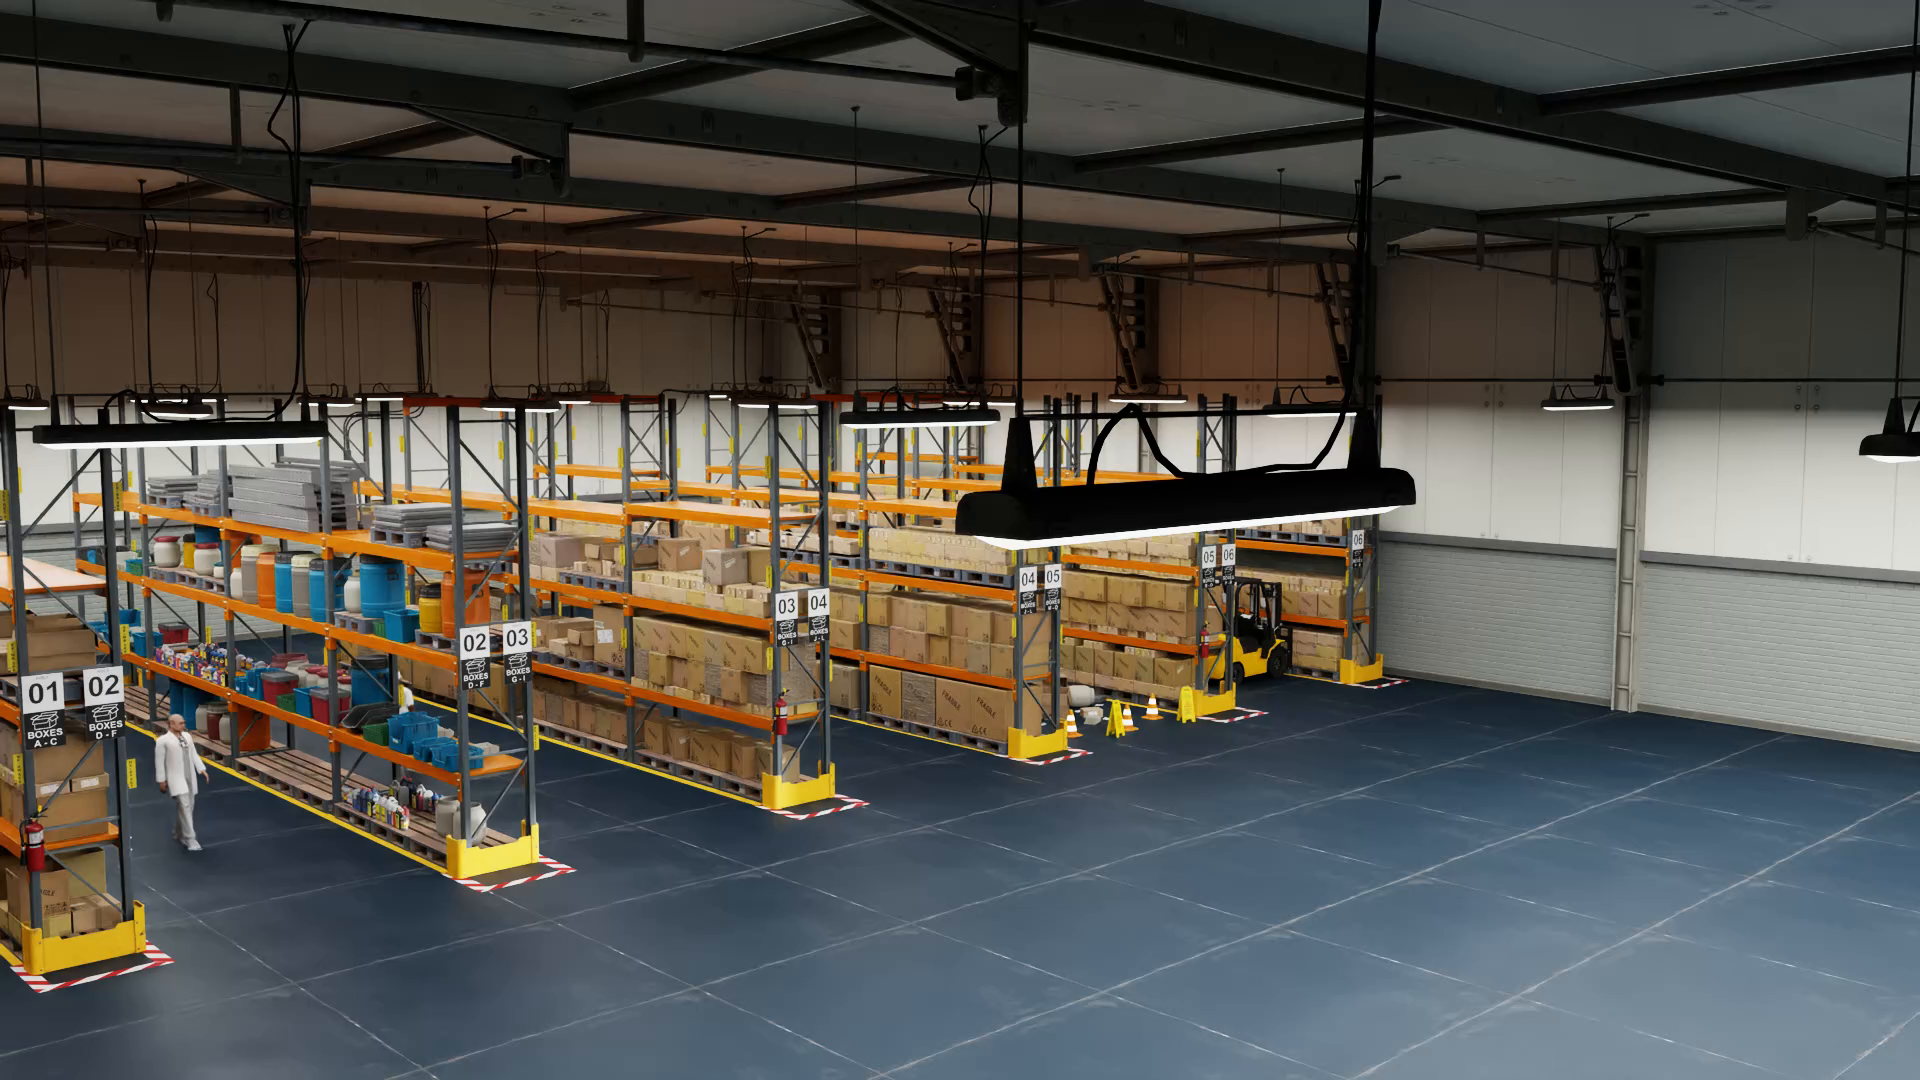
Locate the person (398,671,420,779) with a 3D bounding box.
[{"bbox_3d":[-8.852,2.917,26.183,0.591,1.751,0.488,-3,6,-26],"label":"person"}]

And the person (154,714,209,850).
[{"bbox_3d":[-10.515,3.286,22.635,0.731,1.819,0.594,2,6,21],"label":"person"}]
